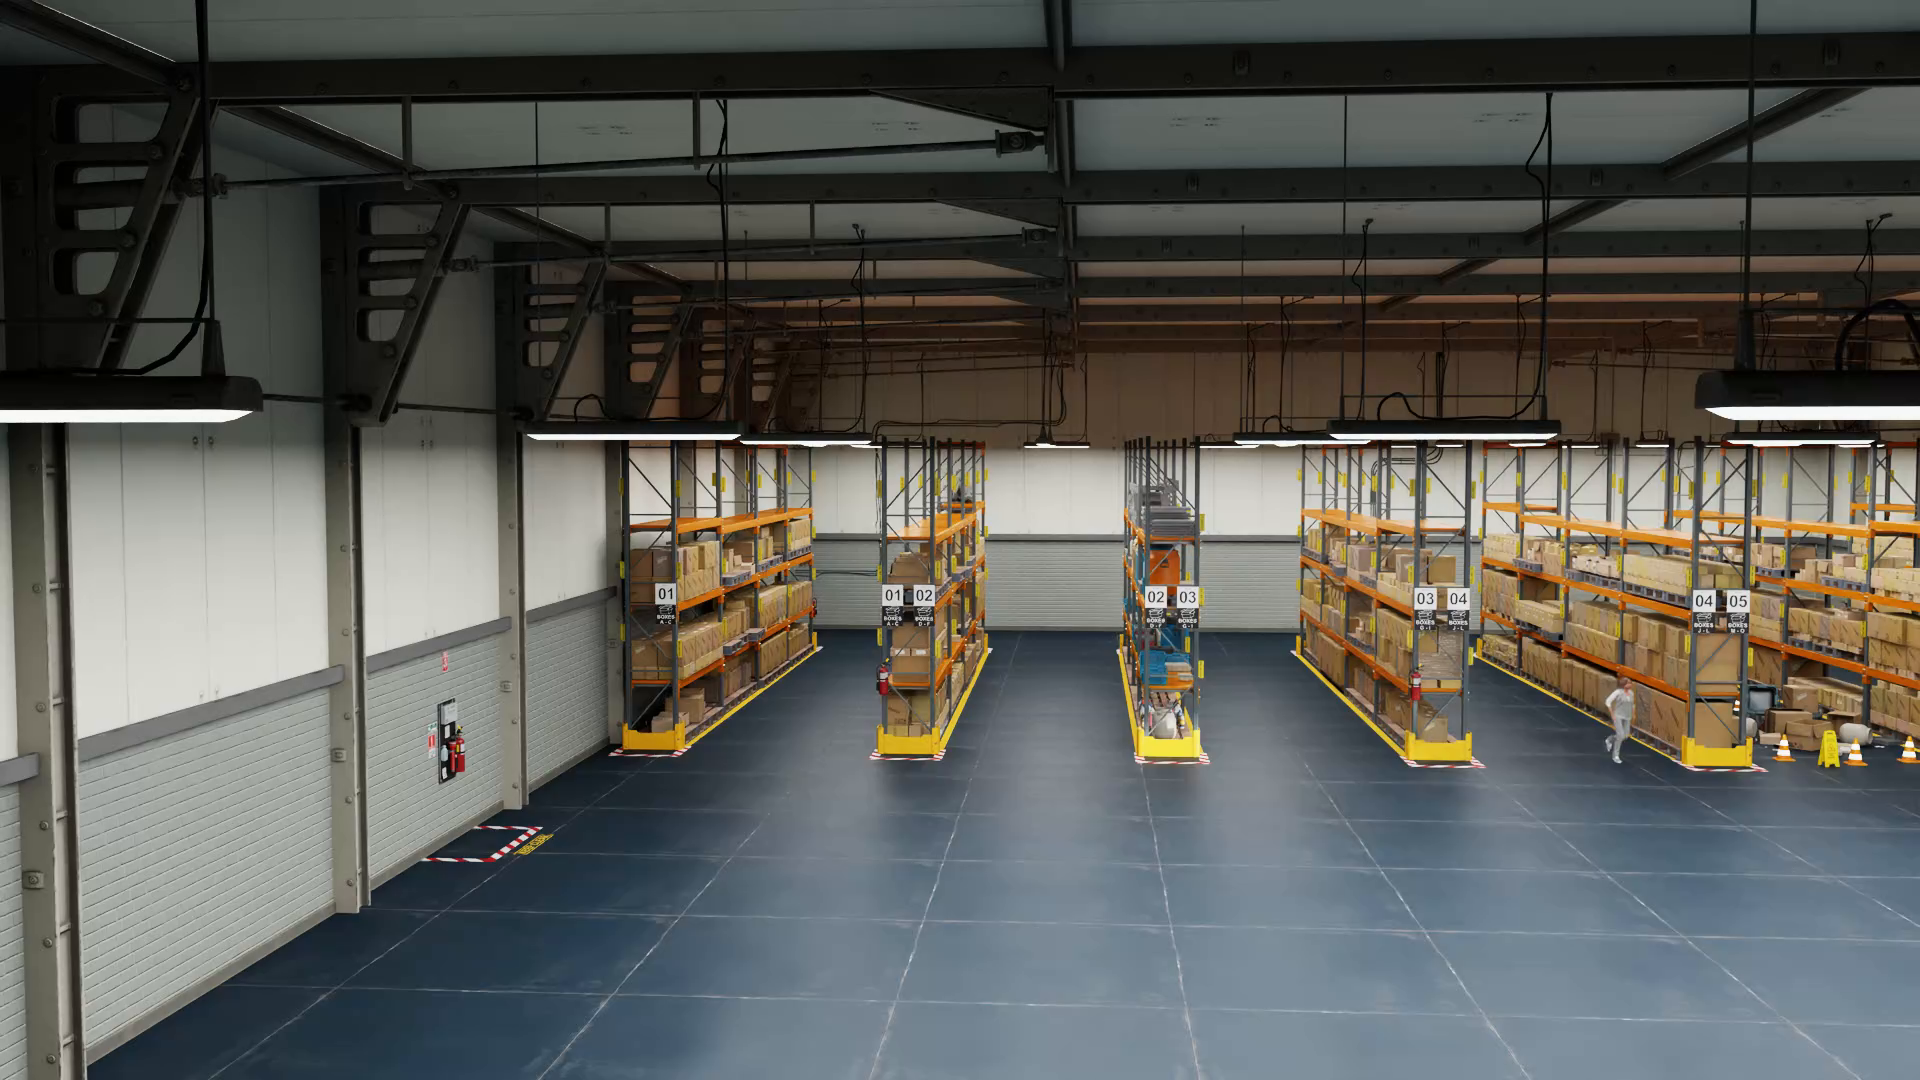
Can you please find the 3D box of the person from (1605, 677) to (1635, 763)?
[{"bbox_3d":[12.245,3.314,30.857,0.582,1.559,0.610,-1,3,-13],"label":"person"}]
